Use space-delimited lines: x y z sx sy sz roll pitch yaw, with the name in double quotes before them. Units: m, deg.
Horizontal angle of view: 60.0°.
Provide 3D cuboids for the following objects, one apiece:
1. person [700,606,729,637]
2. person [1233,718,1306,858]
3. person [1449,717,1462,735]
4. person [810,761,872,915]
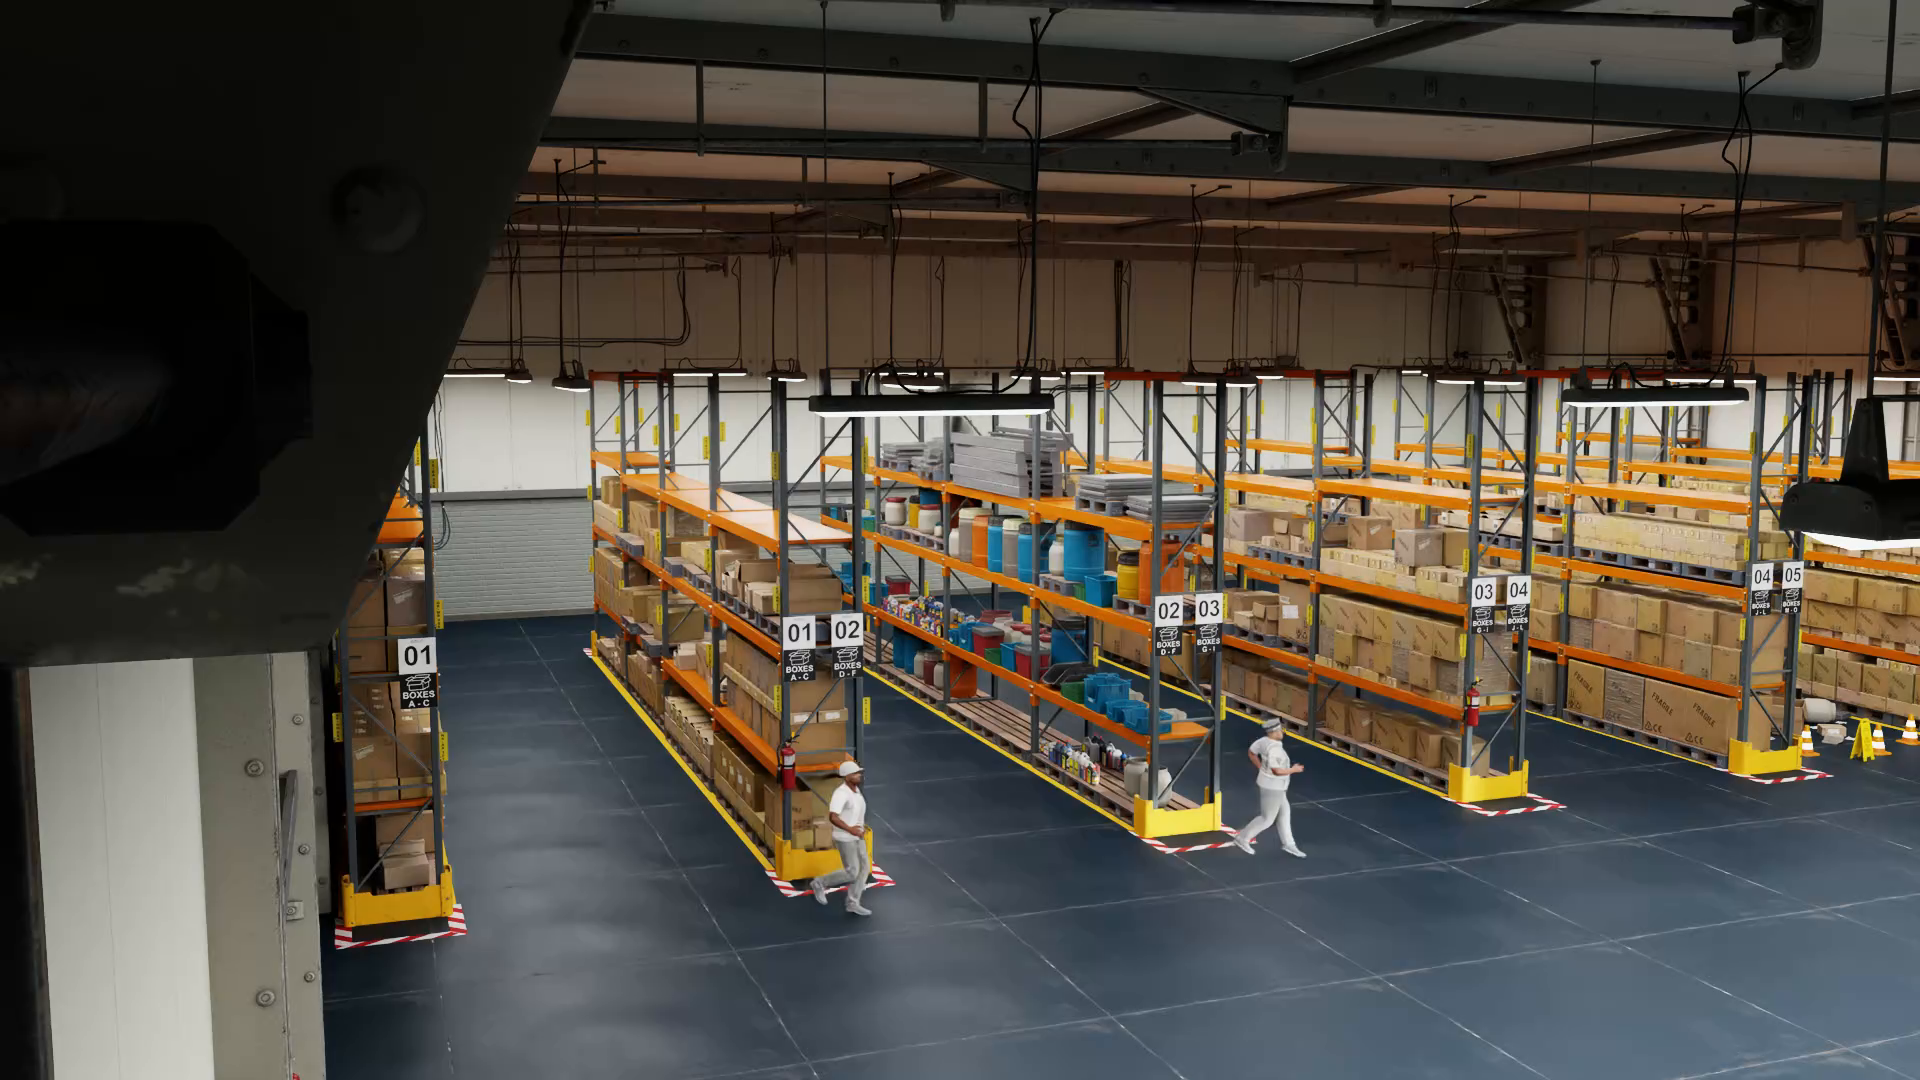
"person" -5.169 1.553 35.115 0.682 1.739 0.558 -6 8 -41
"person" 3.901 3.121 20.851 0.937 1.817 0.656 0 6 2
"person" 8.504 2.499 27.591 0.693 1.545 0.815 -4 8 -34
"person" -1.324 3.374 18.941 0.706 1.742 0.727 2 7 16
